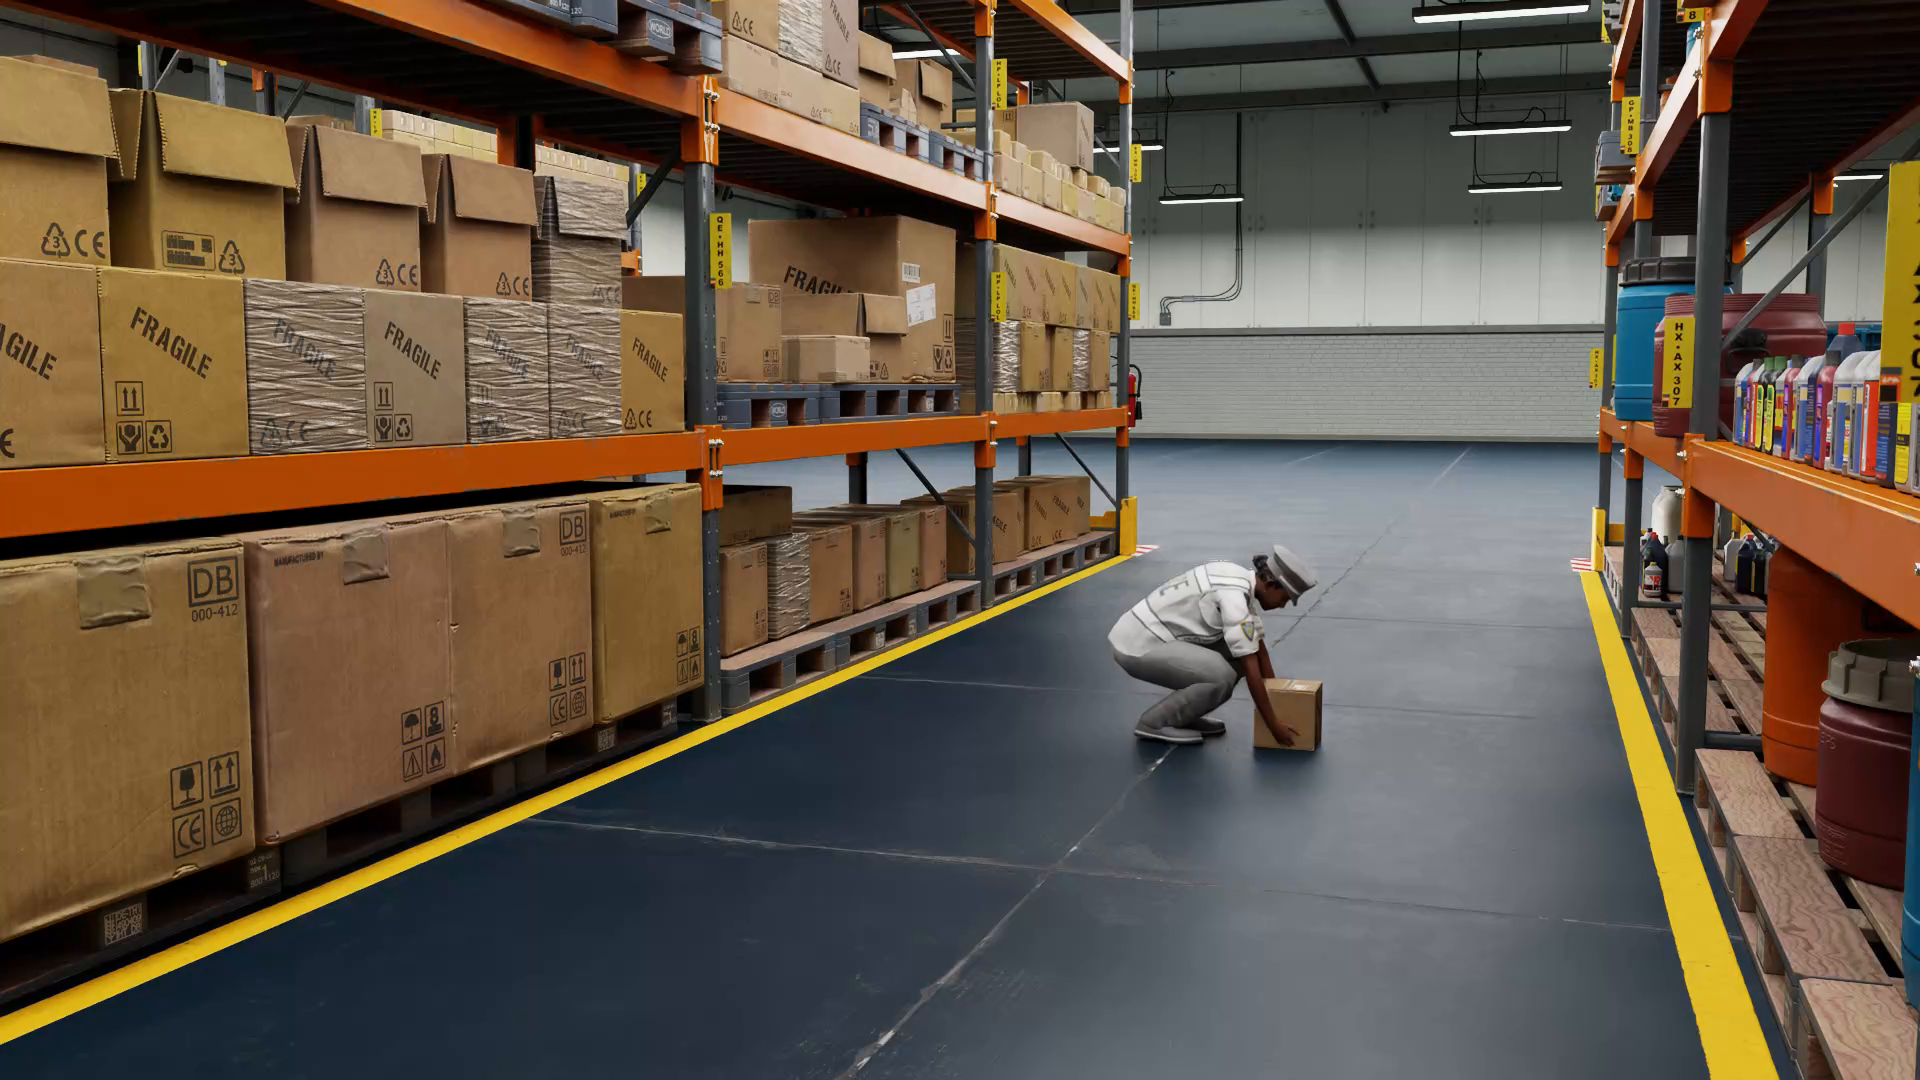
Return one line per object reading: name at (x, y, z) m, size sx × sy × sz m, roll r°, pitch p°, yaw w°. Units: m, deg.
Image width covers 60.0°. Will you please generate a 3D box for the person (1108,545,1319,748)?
person at (1.072, 0.441, 7.071) m, size 0.867 × 0.847 × 0.475 m, roll 2°, pitch 6°, yaw 19°
